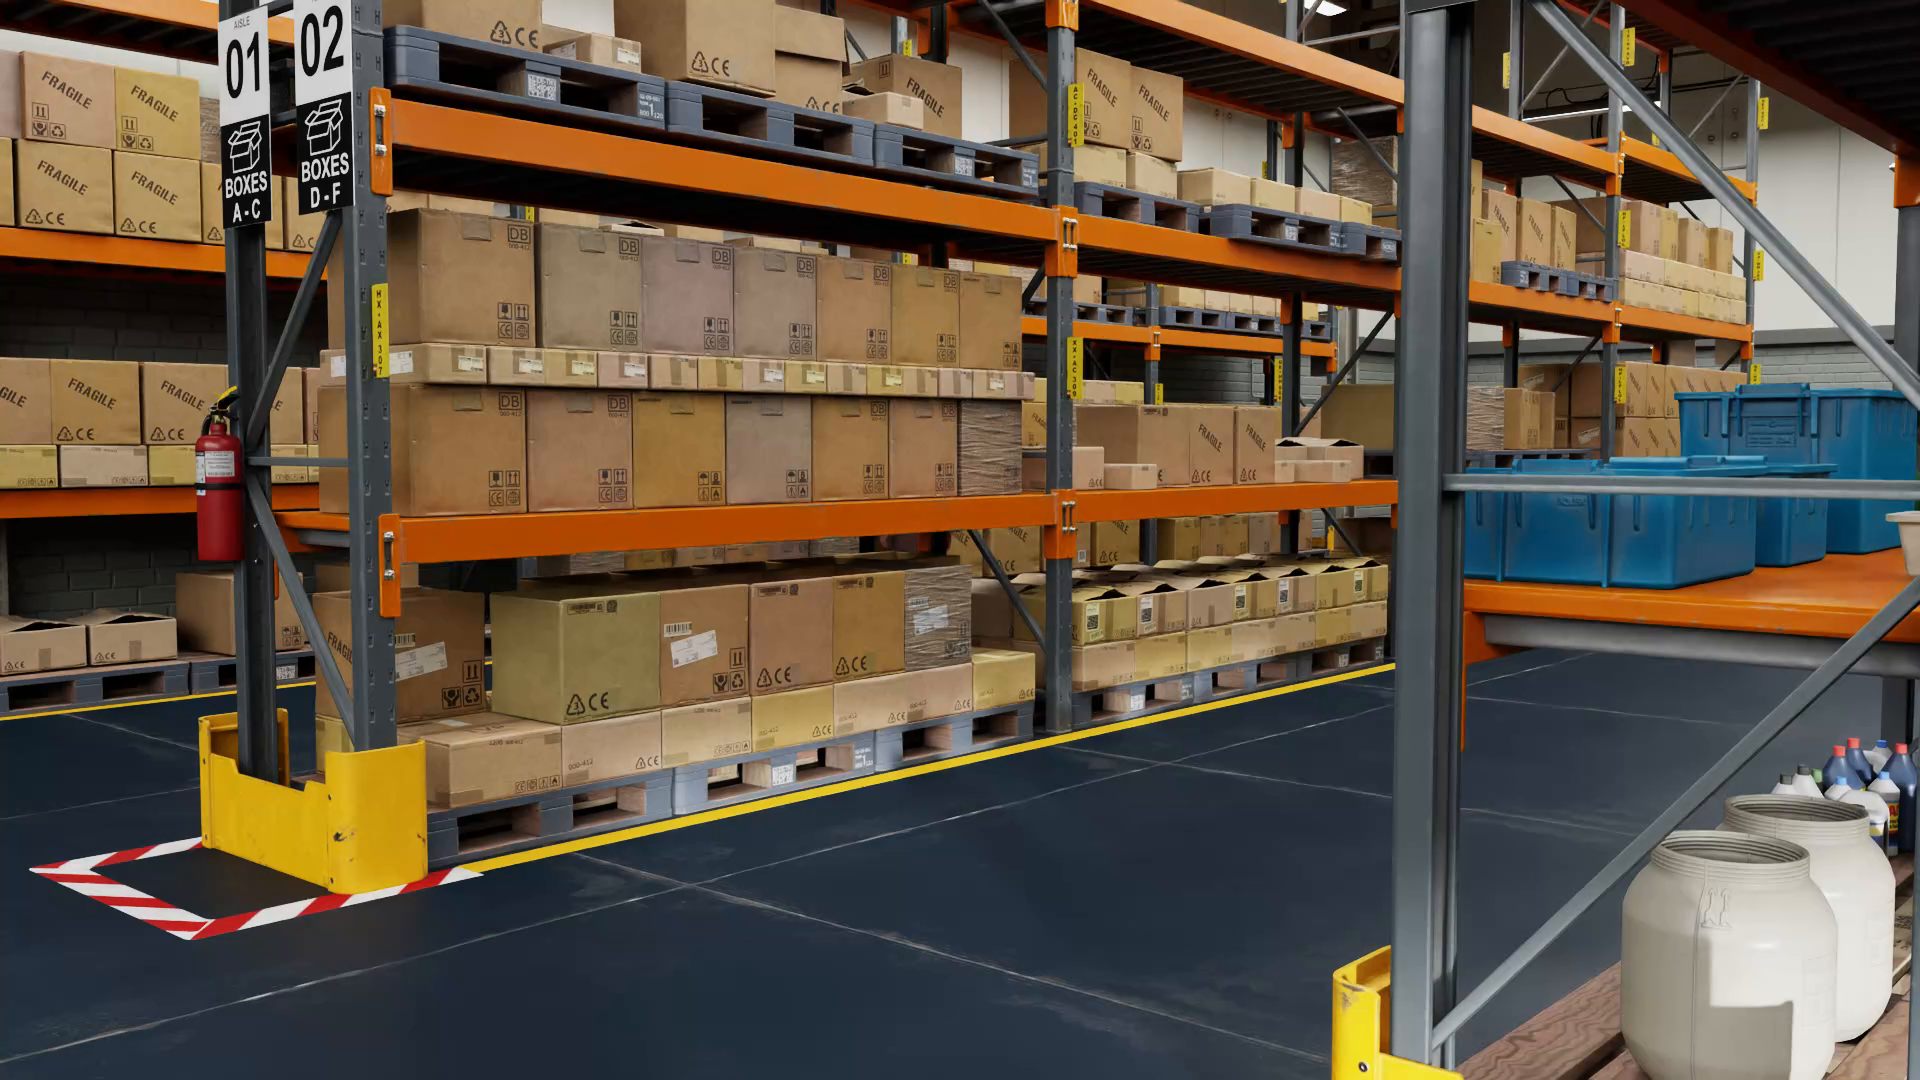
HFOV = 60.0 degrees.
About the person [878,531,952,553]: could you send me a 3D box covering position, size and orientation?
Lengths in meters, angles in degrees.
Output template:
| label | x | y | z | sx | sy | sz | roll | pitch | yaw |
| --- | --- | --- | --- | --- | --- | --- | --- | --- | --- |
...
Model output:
| label | x | y | z | sx | sy | sz | roll | pitch | yaw |
| --- | --- | --- | --- | --- | --- | --- | --- | --- | --- |
| person | -0.447 | -0.094 | 13.178 | 0.614 | 1.784 | 0.645 | -3 | 5 | -41 |
